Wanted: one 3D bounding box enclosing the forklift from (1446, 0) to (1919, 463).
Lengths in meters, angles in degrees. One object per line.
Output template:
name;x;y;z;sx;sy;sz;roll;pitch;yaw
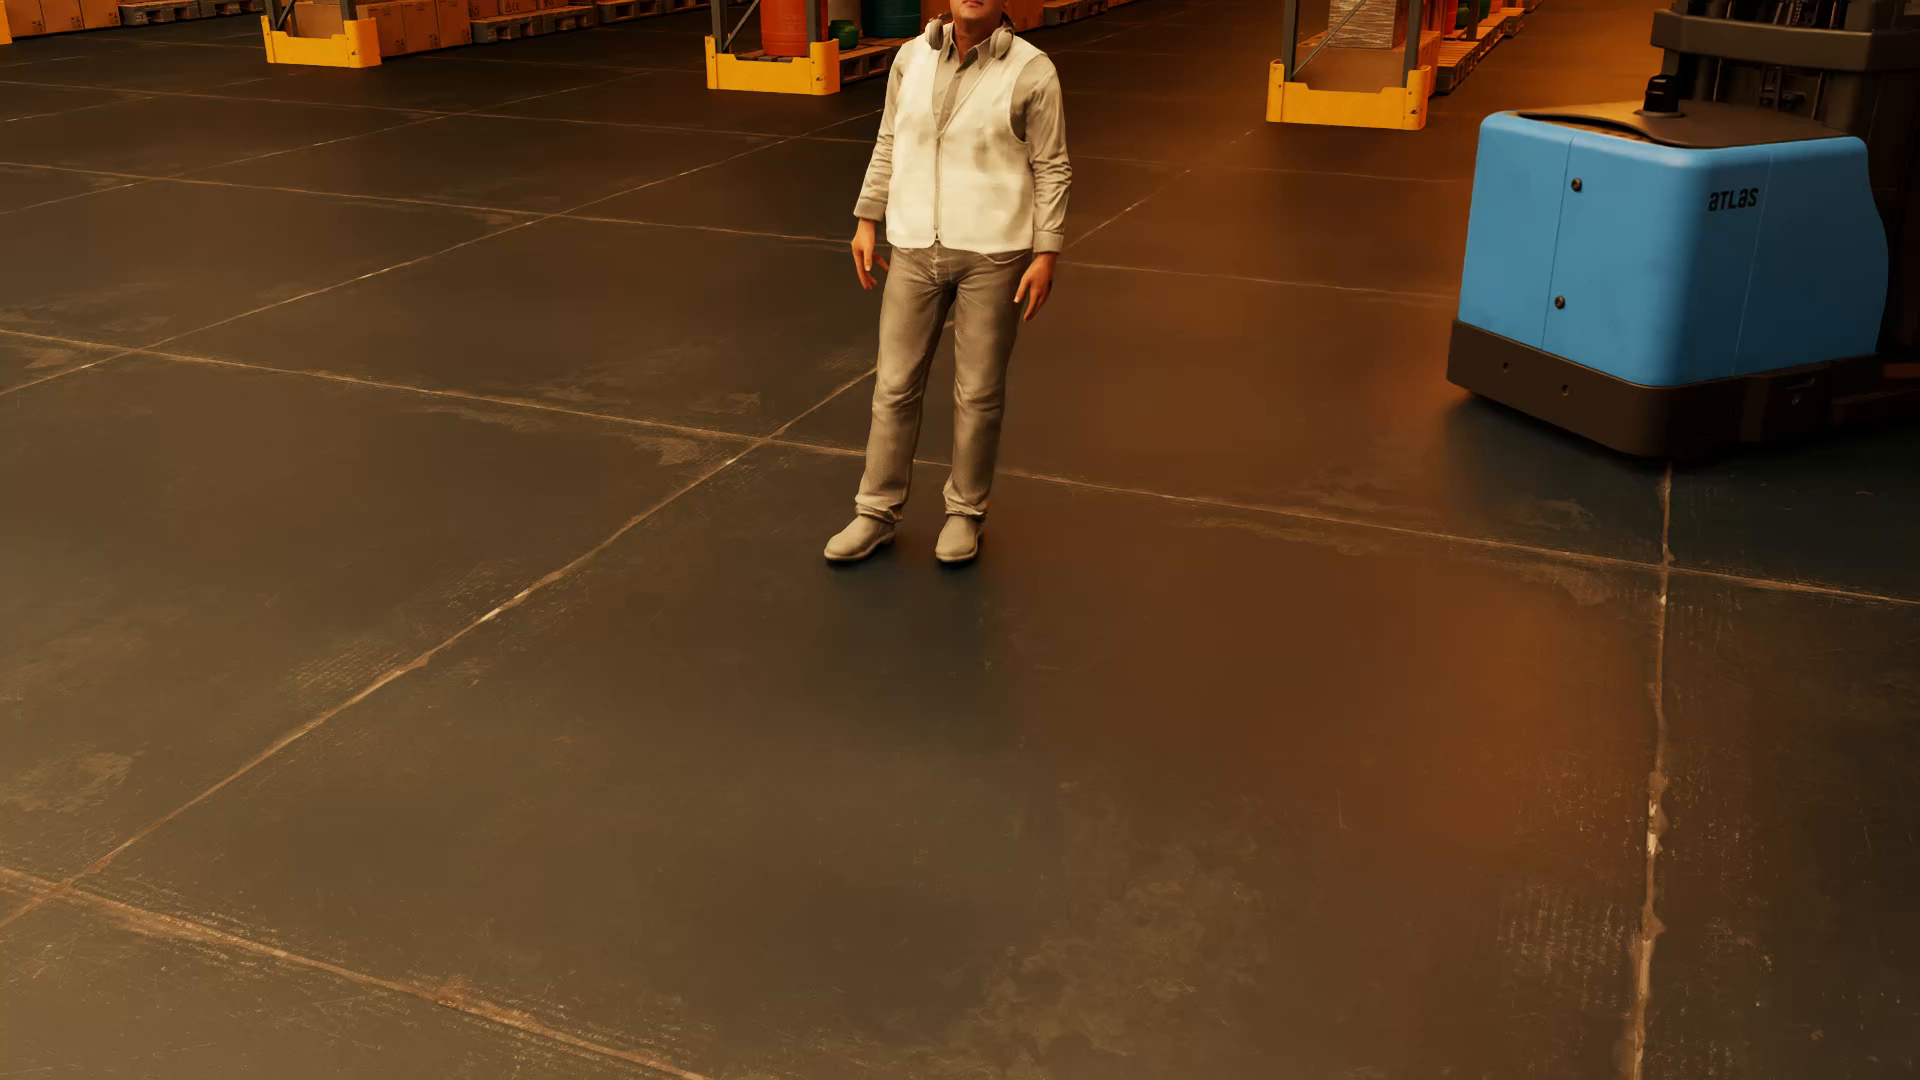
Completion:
forklift;3.427;-1.978;6.025;3.031;2.935;1.130;-10;25;-23

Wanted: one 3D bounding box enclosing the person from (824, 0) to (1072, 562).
person;-0.031;-0.804;4.698;0.633;1.774;0.568;9;24;21
